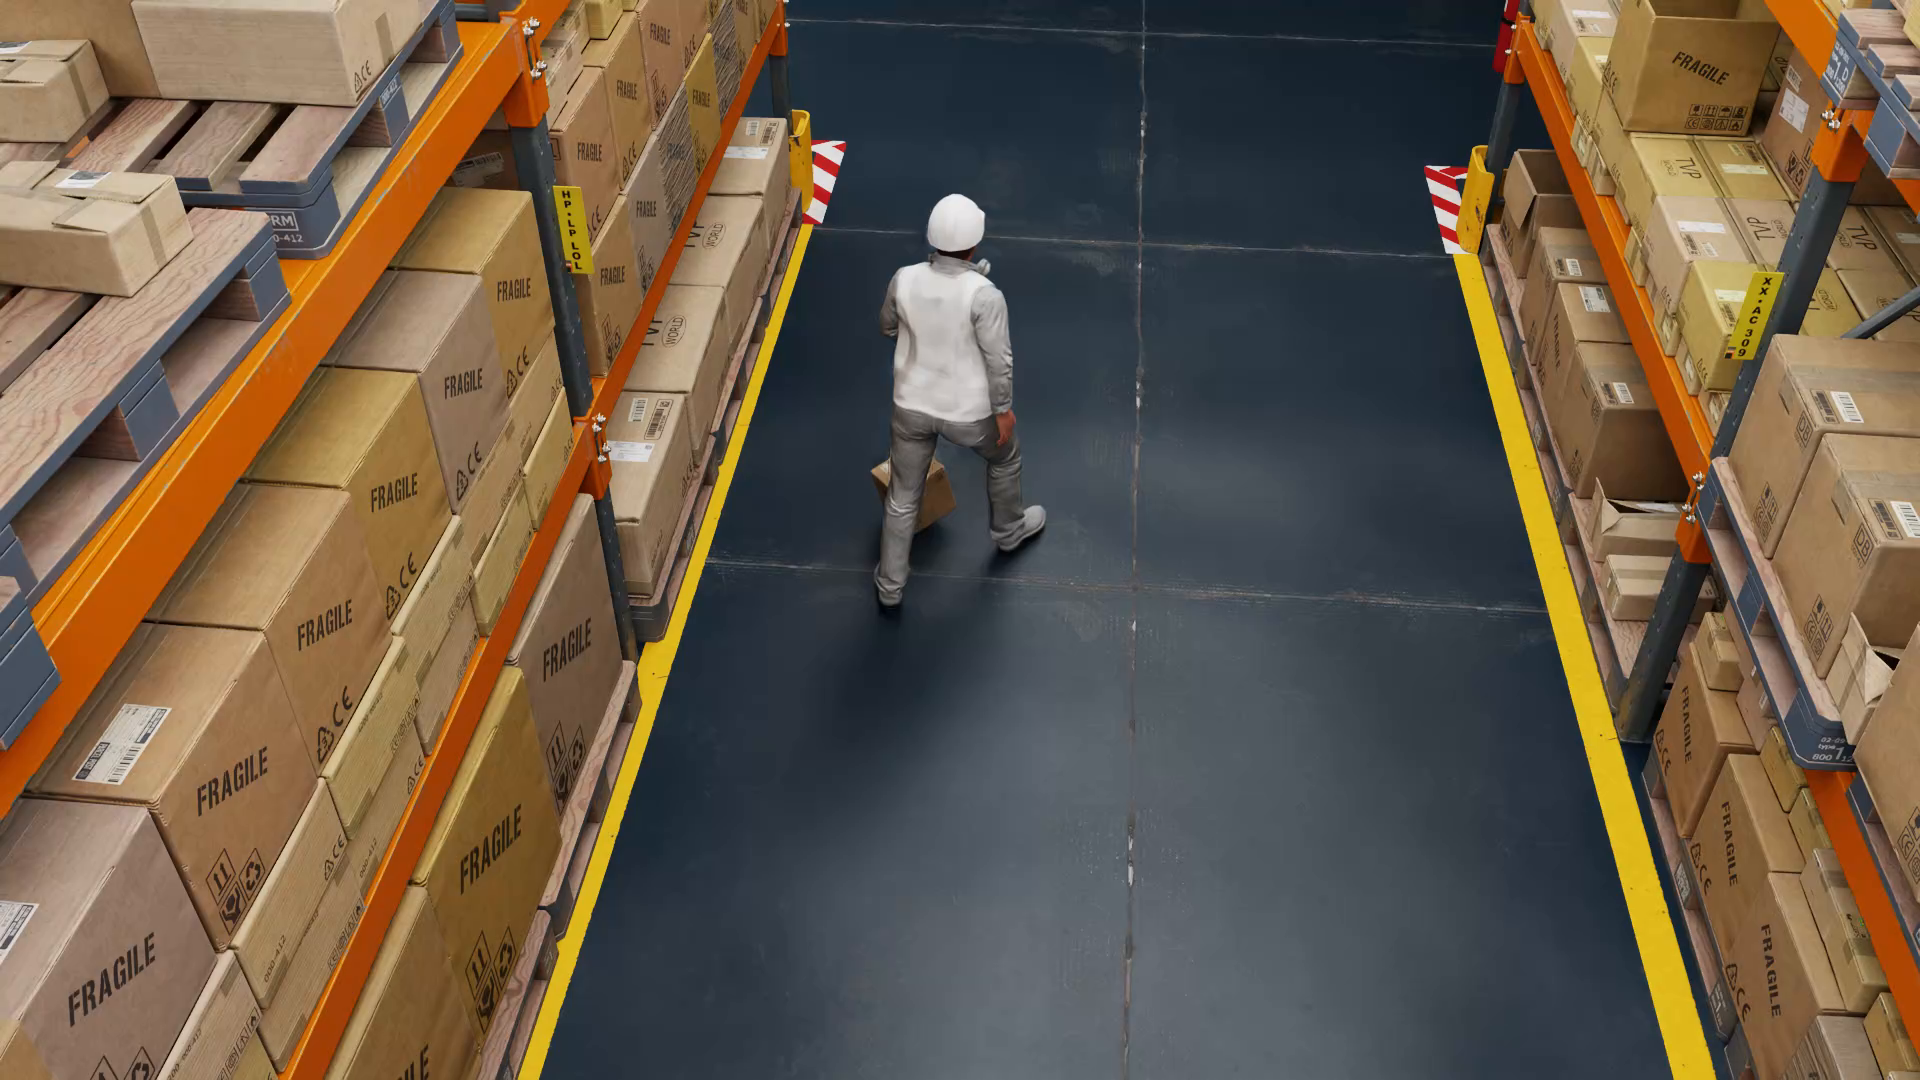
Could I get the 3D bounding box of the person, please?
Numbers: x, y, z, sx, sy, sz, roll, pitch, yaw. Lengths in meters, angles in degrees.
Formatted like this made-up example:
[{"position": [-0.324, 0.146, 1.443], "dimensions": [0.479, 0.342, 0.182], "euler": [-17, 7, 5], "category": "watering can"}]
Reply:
[{"position": [-0.047, -0.568, 6.840], "dimensions": [0.685, 1.718, 0.835], "euler": [12, 41, 14], "category": "person"}]
